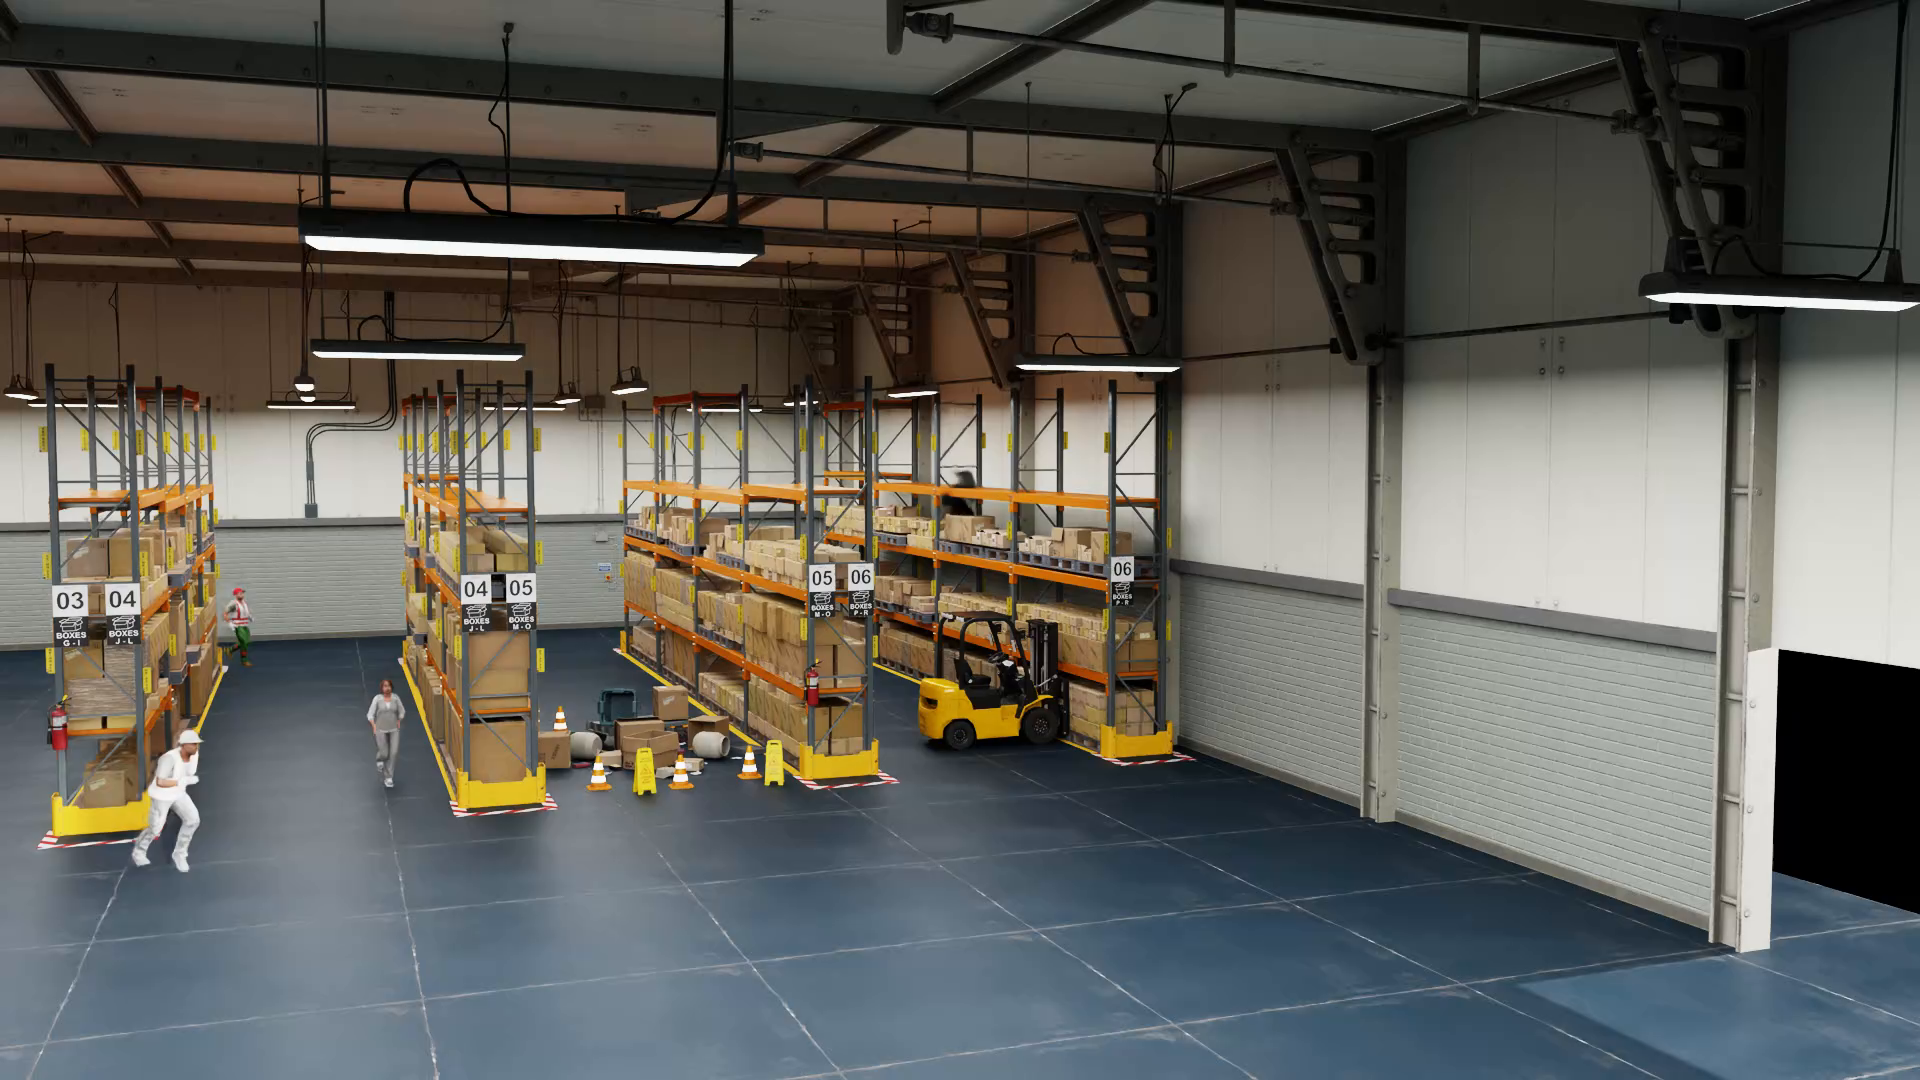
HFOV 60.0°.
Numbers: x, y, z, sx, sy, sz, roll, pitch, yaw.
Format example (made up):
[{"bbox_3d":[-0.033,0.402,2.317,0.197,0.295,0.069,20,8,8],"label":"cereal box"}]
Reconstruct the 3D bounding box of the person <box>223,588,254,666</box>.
[{"bbox_3d":[-16.210,1.956,37.352,0.711,1.772,0.697,1,3,13],"label":"person"}]

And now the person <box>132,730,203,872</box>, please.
[{"bbox_3d":[-9.252,3.052,19.466,1.005,1.700,0.723,1,3,16],"label":"person"}]

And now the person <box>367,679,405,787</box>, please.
[{"bbox_3d":[-8.423,2.809,24.403,0.507,1.563,0.577,-2,4,-28],"label":"person"}]
